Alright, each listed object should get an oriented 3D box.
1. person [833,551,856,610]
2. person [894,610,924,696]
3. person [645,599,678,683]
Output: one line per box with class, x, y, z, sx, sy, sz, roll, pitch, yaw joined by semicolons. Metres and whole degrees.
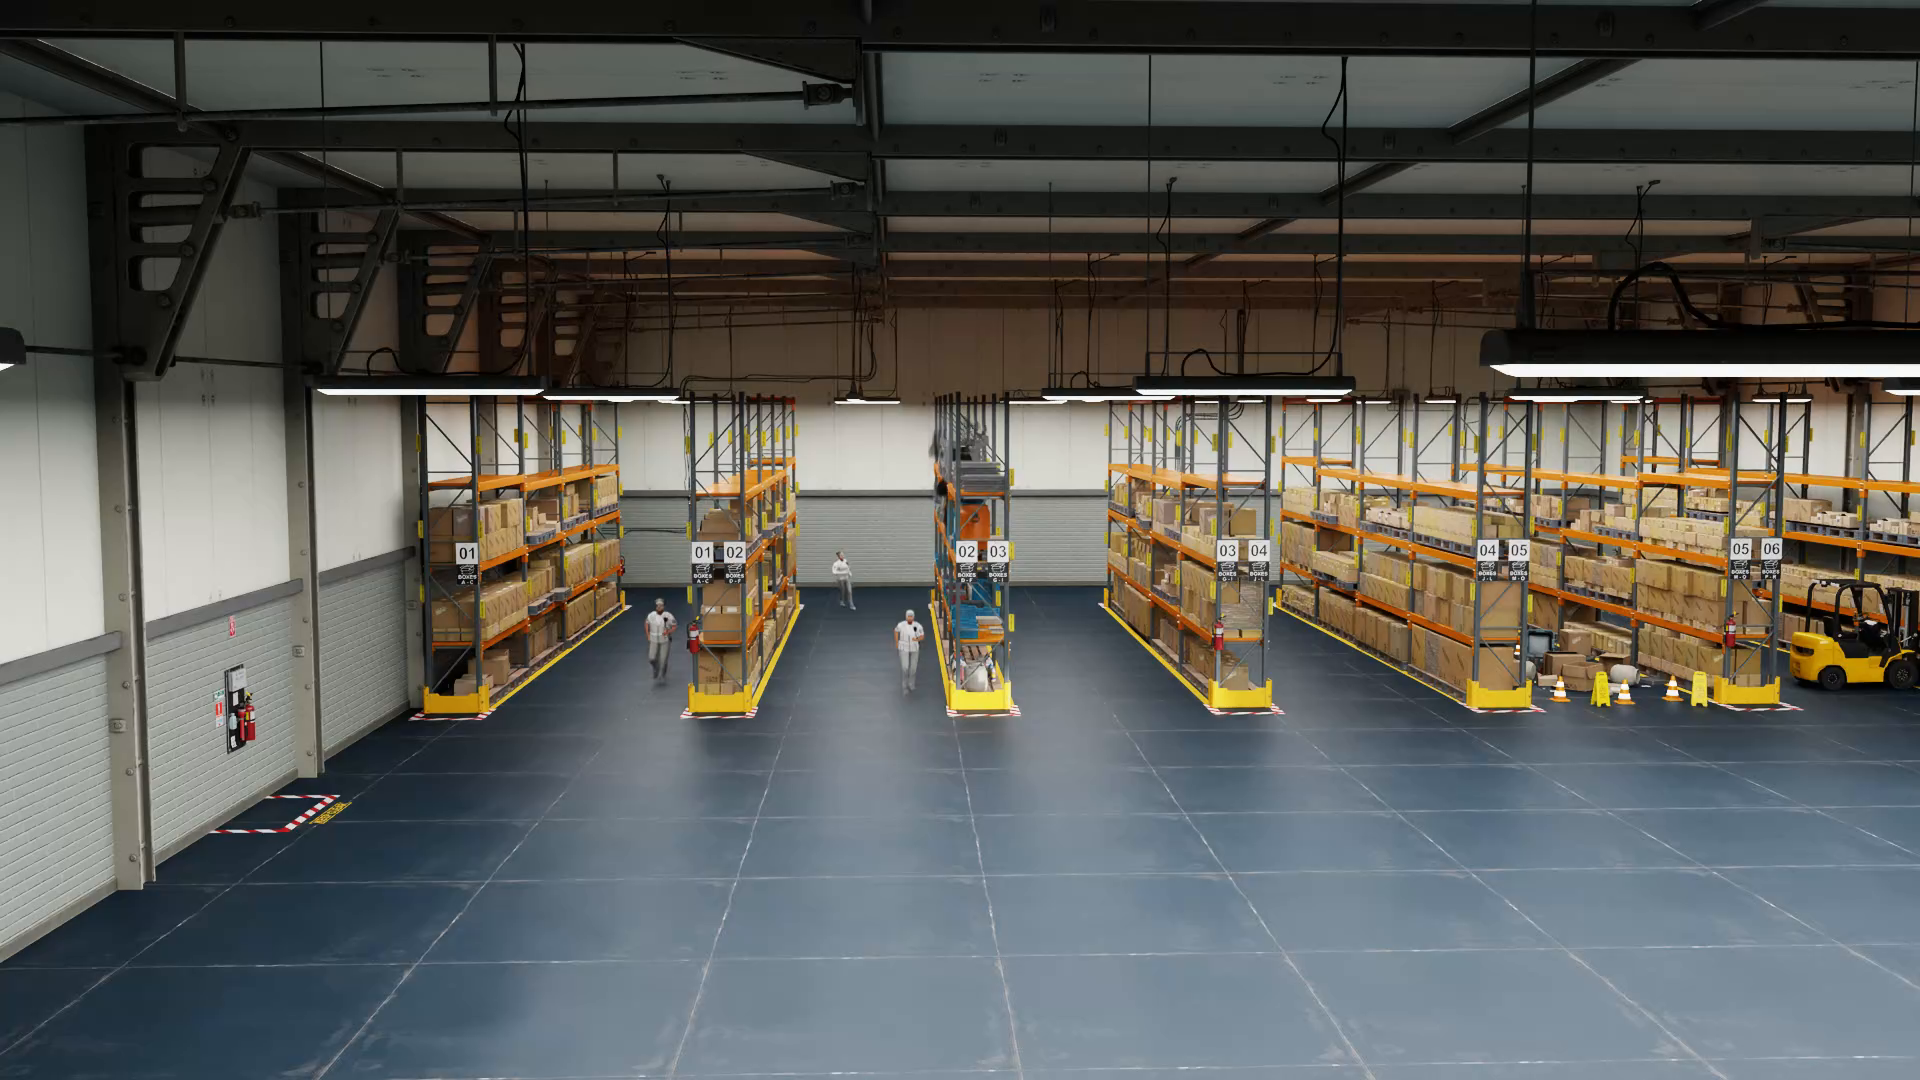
person;-3.357;1.138;47.056;0.630;1.712;0.854;-3;5;-33
person;-1.005;2.243;33.187;0.571;1.722;0.822;-1;5;-8
person;-6.215;2.089;34.453;0.710;1.750;0.563;0;5;2
